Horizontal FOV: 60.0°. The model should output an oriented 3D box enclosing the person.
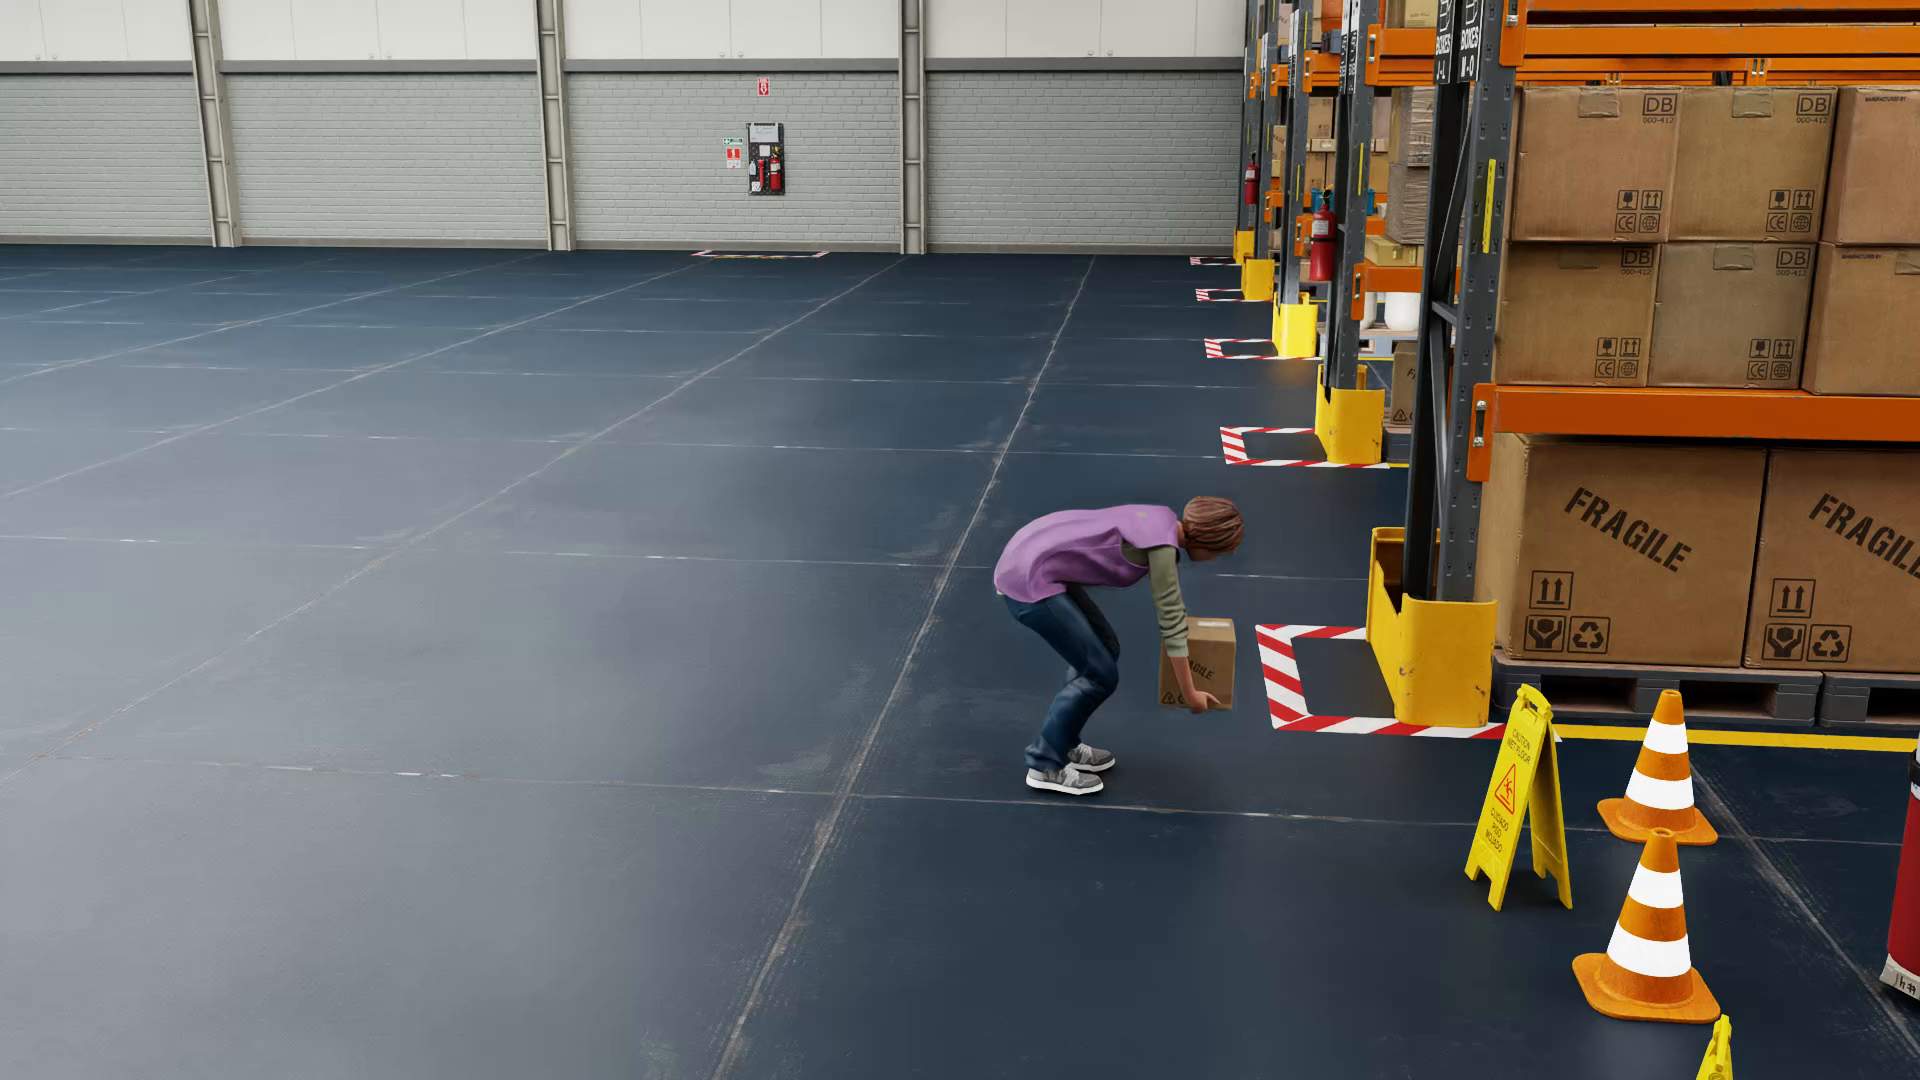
[{"bbox_3d":[0.541,0.354,5.786,0.855,1.036,0.408,1,15,4],"label":"person"}]
